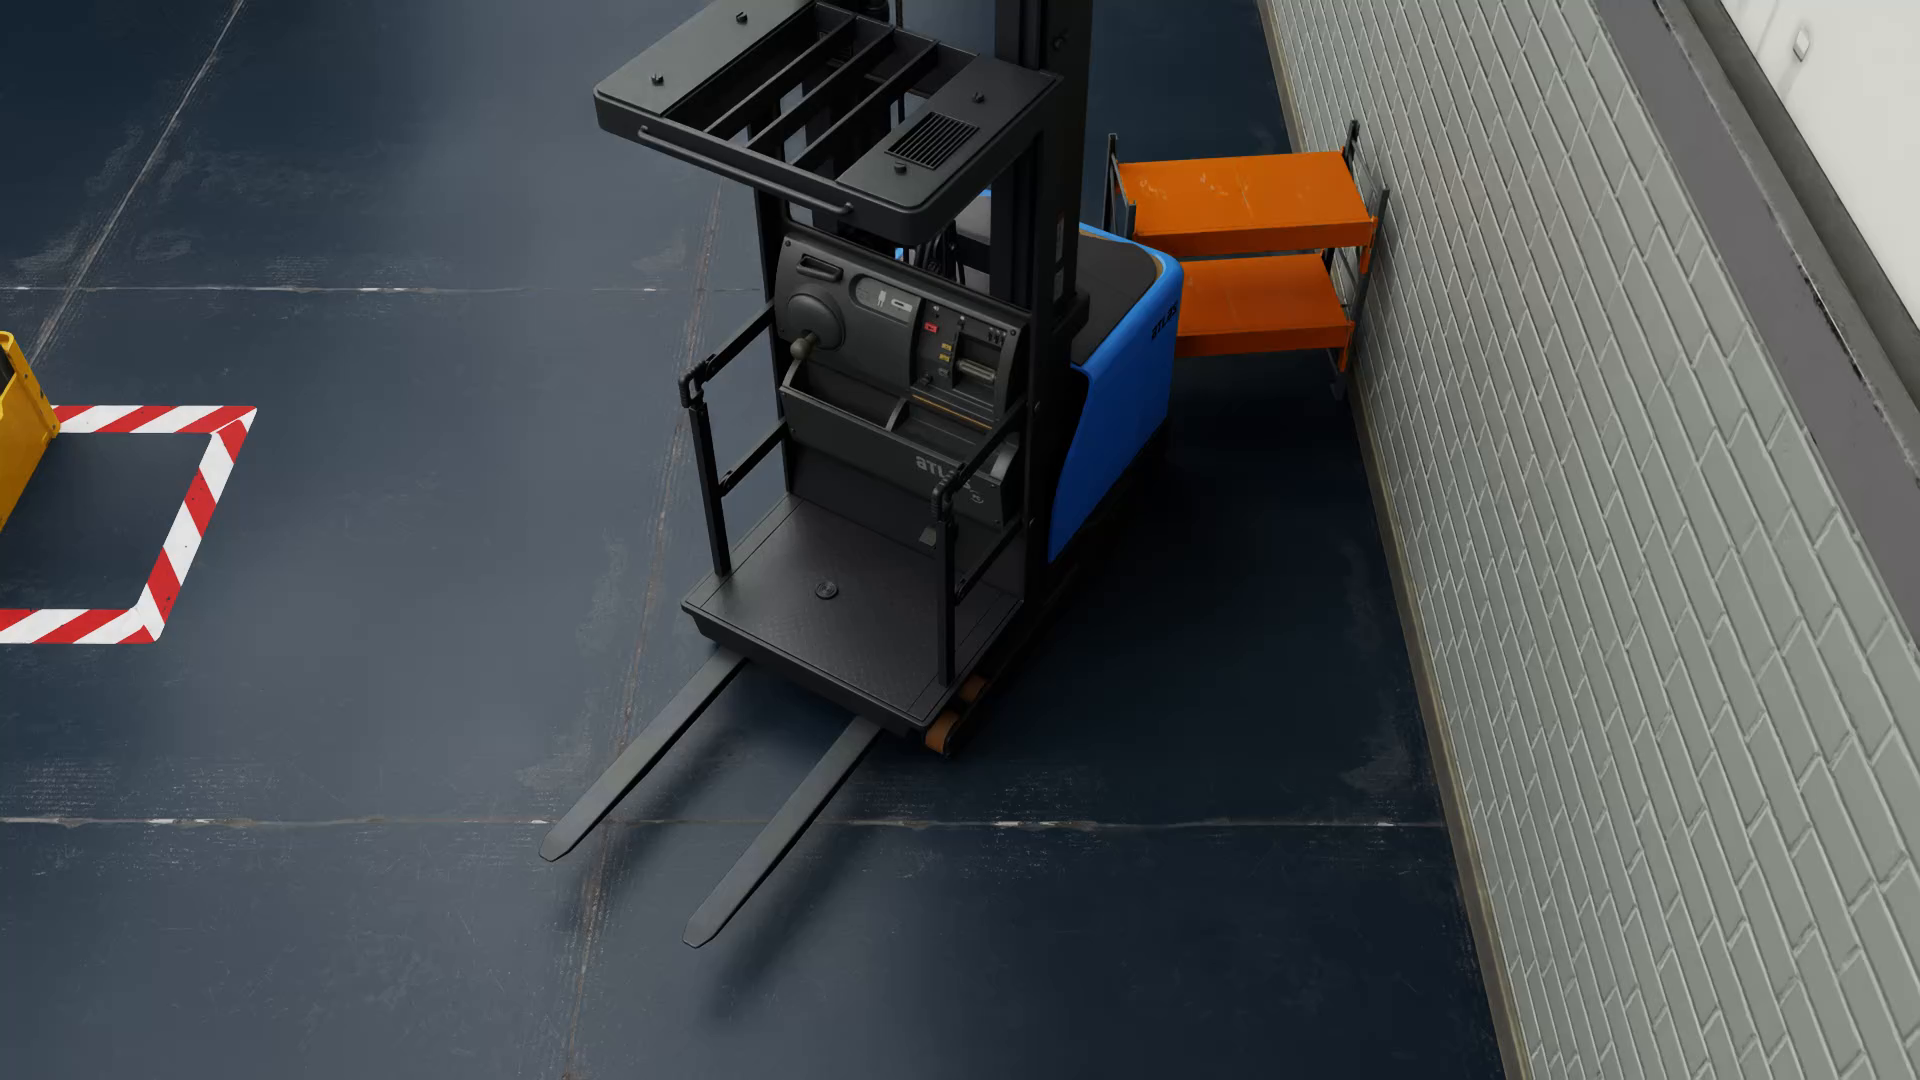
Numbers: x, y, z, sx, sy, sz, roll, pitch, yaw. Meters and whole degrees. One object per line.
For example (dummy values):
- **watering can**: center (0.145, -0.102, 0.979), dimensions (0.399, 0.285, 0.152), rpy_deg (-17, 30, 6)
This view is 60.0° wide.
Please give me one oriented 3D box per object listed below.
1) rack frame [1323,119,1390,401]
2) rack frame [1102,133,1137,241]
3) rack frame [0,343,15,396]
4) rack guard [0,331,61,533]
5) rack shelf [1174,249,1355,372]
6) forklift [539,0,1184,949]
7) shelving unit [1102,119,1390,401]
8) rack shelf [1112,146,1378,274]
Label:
- **rack frame**: center (1.665, -1.185, 7.165), dimensions (0.032, 1.125, 0.500), rpy_deg (-4, 47, -4)
- **rack frame**: center (0.653, -1.111, 7.096), dimensions (0.032, 1.125, 0.500), rpy_deg (-4, 47, -4)
- **rack frame**: center (-4.039, -1.127, 5.831), dimensions (0.127, 3.000, 1.000), rpy_deg (0, 47, 0)
- **rack guard**: center (-4.115, -0.276, 6.746), dimensions (0.348, 0.500, 1.175), rpy_deg (0, 47, 0)
- **rack shelf**: center (1.159, -0.981, 7.310), dimensions (1.000, 0.278, 0.538), rpy_deg (-4, 47, -4)
- **forklift**: center (-0.328, -0.611, 5.397), dimensions (1.130, 2.935, 3.031), rpy_deg (24, 52, 21)
- **shelving unit**: center (1.159, -1.148, 7.131), dimensions (1.048, 1.125, 0.538), rpy_deg (-4, 47, -4)
- **rack shelf**: center (1.159, -1.347, 6.916), dimensions (1.000, 0.278, 0.538), rpy_deg (-4, 47, -4)
